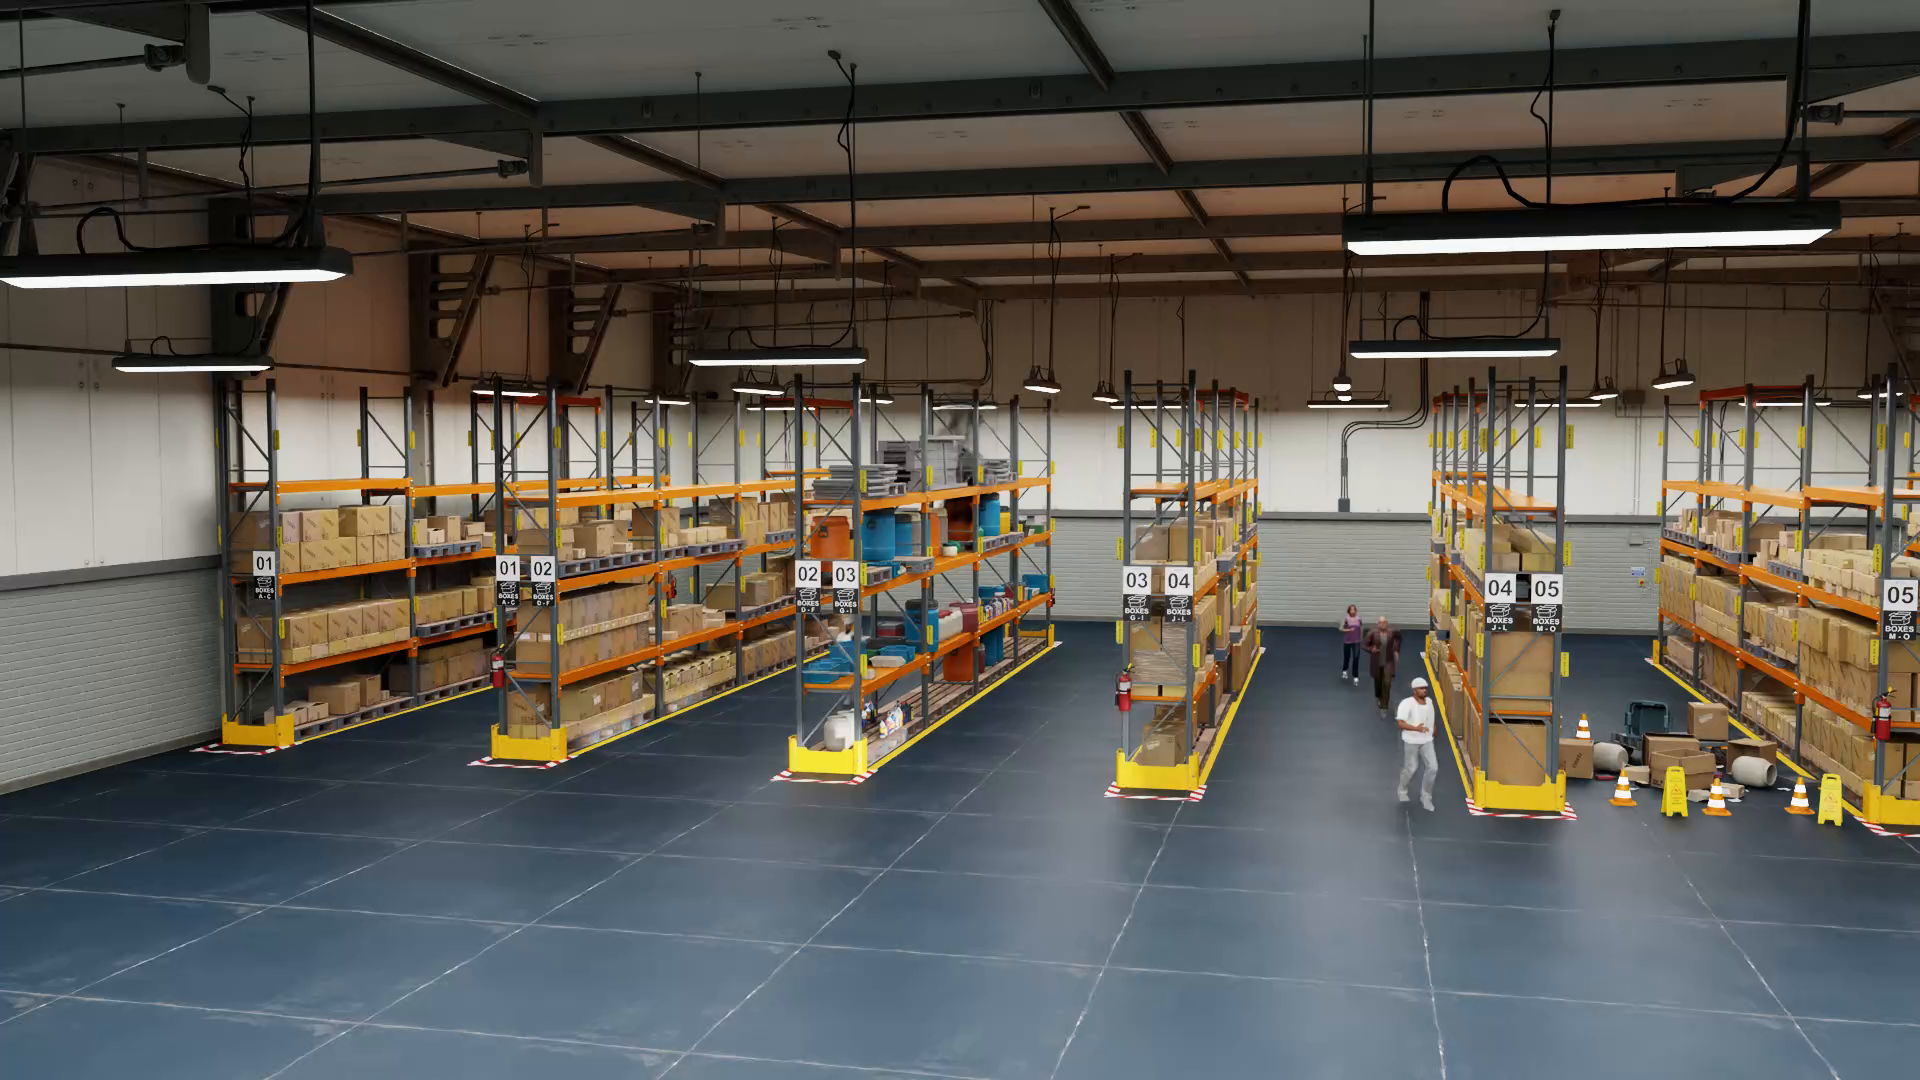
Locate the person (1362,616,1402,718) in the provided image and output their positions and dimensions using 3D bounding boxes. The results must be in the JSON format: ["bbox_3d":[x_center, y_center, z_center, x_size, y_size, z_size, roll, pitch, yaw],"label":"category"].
[{"bbox_3d":[7.723,2.300,30.434,0.715,1.827,1.045,1,4,12],"label":"person"}]

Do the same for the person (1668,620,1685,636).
[{"bbox_3d":[16.608,1.910,38.278,0.542,1.626,0.663,3,4,40],"label":"person"}]

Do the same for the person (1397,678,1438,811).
[{"bbox_3d":[6.249,2.783,22.612,0.726,1.841,0.744,-1,4,-19],"label":"person"}]

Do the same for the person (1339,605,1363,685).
[{"bbox_3d":[8.053,2.126,34.245,0.558,1.610,0.837,0,3,0],"label":"person"}]

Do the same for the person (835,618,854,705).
[{"bbox_3d":[-2.129,2.288,31.433,0.571,1.652,0.575,1,3,11],"label":"person"}]
